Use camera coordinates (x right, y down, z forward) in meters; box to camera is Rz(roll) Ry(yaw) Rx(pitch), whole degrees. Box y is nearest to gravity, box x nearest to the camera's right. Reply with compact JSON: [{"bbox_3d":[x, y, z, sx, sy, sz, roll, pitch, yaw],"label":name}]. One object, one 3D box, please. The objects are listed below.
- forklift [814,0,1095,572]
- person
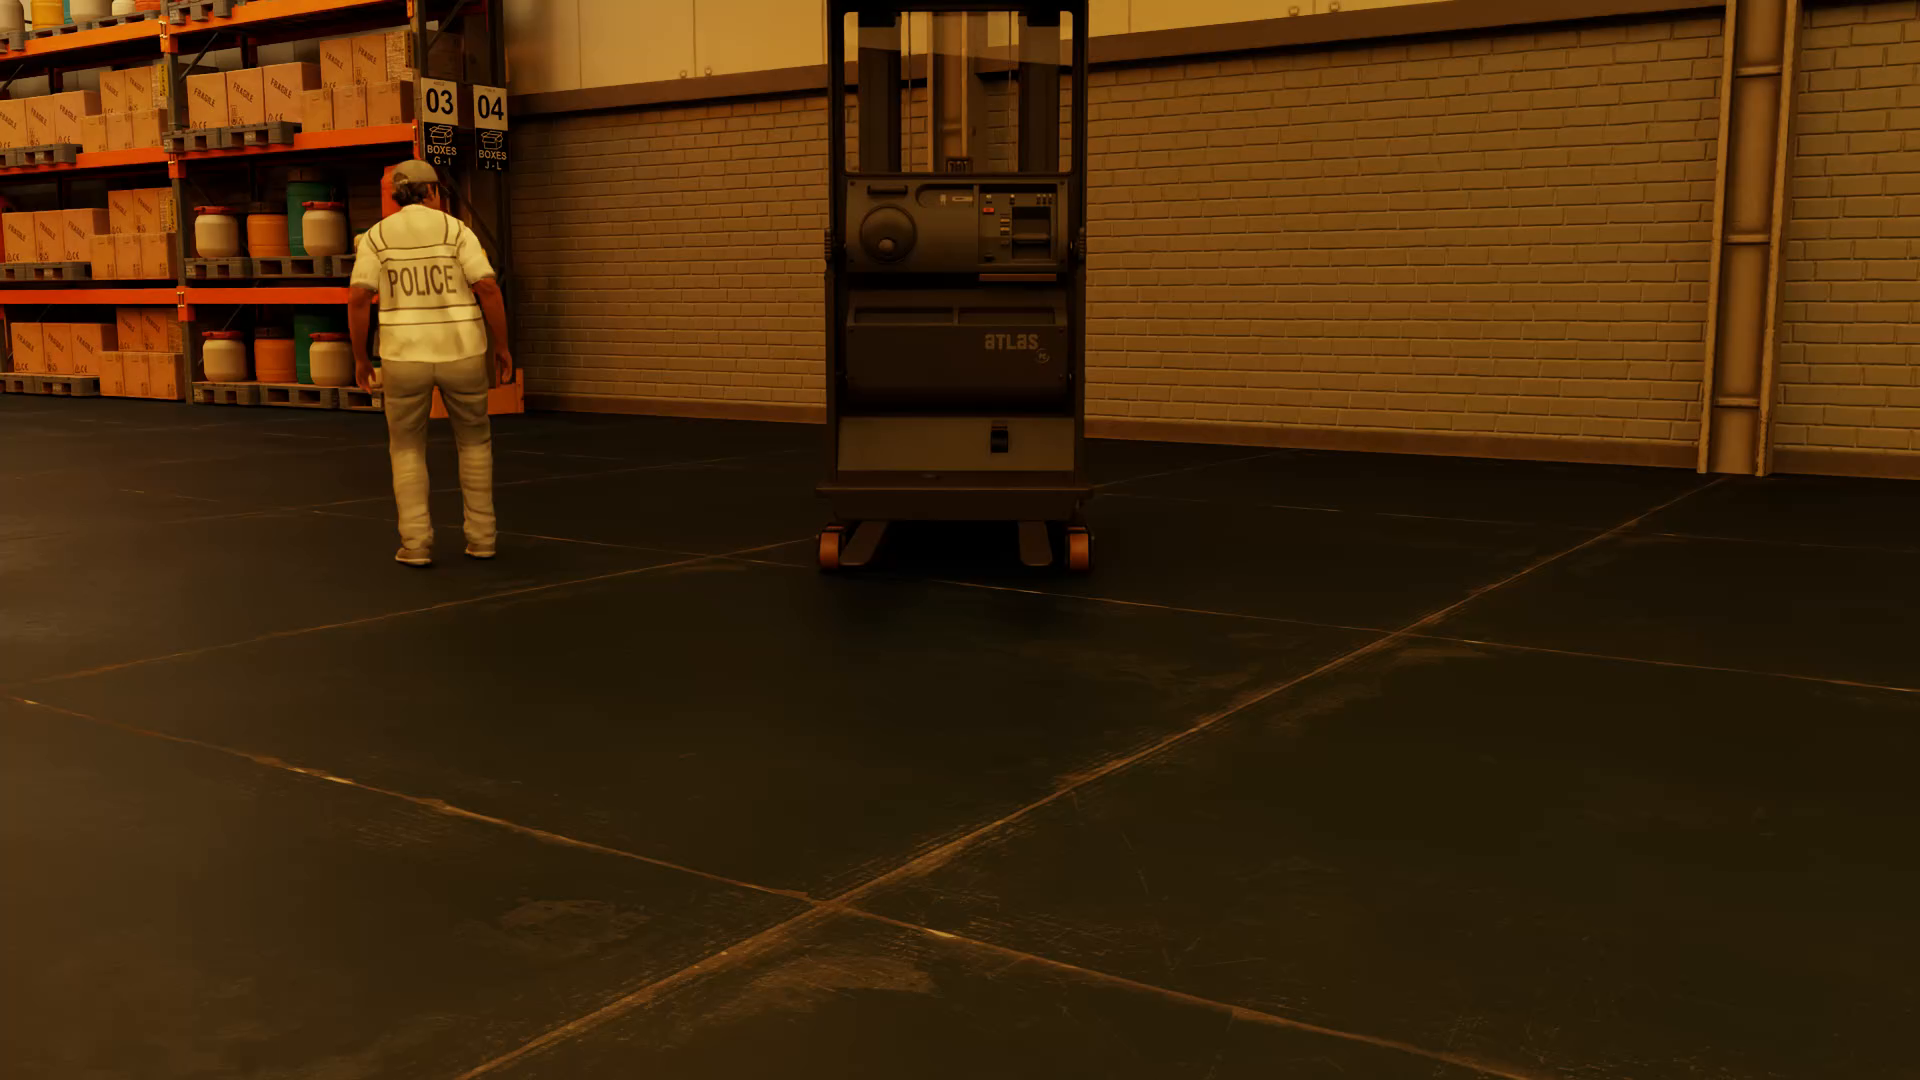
[{"bbox_3d":[-0.015,-1.362,6.774,1.130,2.935,3.031,0,8,1],"label":"forklift"},{"bbox_3d":[-2.182,-0.732,6.880,0.638,1.657,0.477,-2,8,-17],"label":"person"}]
